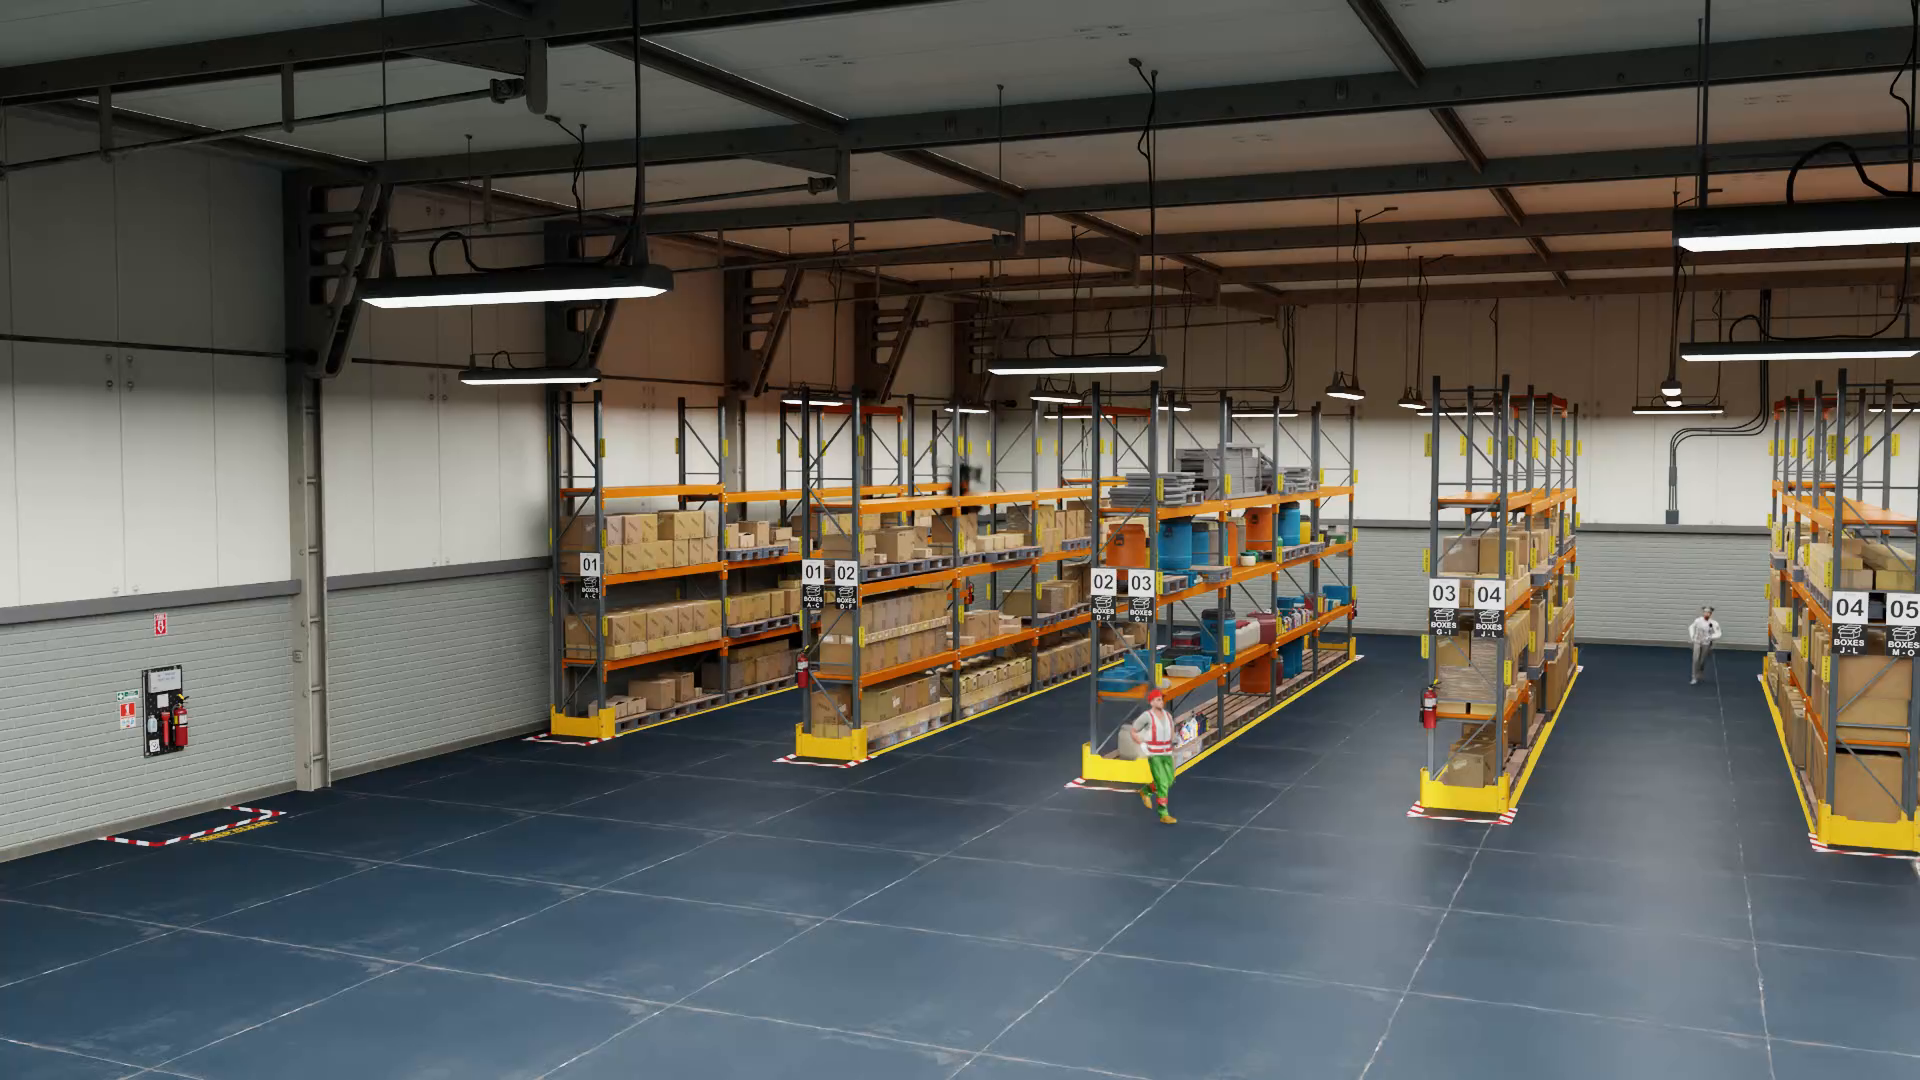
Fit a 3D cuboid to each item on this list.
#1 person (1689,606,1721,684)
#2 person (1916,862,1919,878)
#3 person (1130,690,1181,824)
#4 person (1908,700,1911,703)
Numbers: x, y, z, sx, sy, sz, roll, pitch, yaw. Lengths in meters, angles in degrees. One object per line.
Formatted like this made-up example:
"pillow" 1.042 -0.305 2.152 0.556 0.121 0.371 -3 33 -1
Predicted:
"person" 15.875 2.232 35.466 0.659 1.682 0.758 2 4 33
"person" 10.974 3.210 18.380 0.538 1.547 0.619 -1 3 -23
"person" 2.639 2.889 22.352 0.668 1.758 0.850 -2 4 -34
"person" 18.614 2.387 32.389 0.584 1.648 0.739 1 3 12
